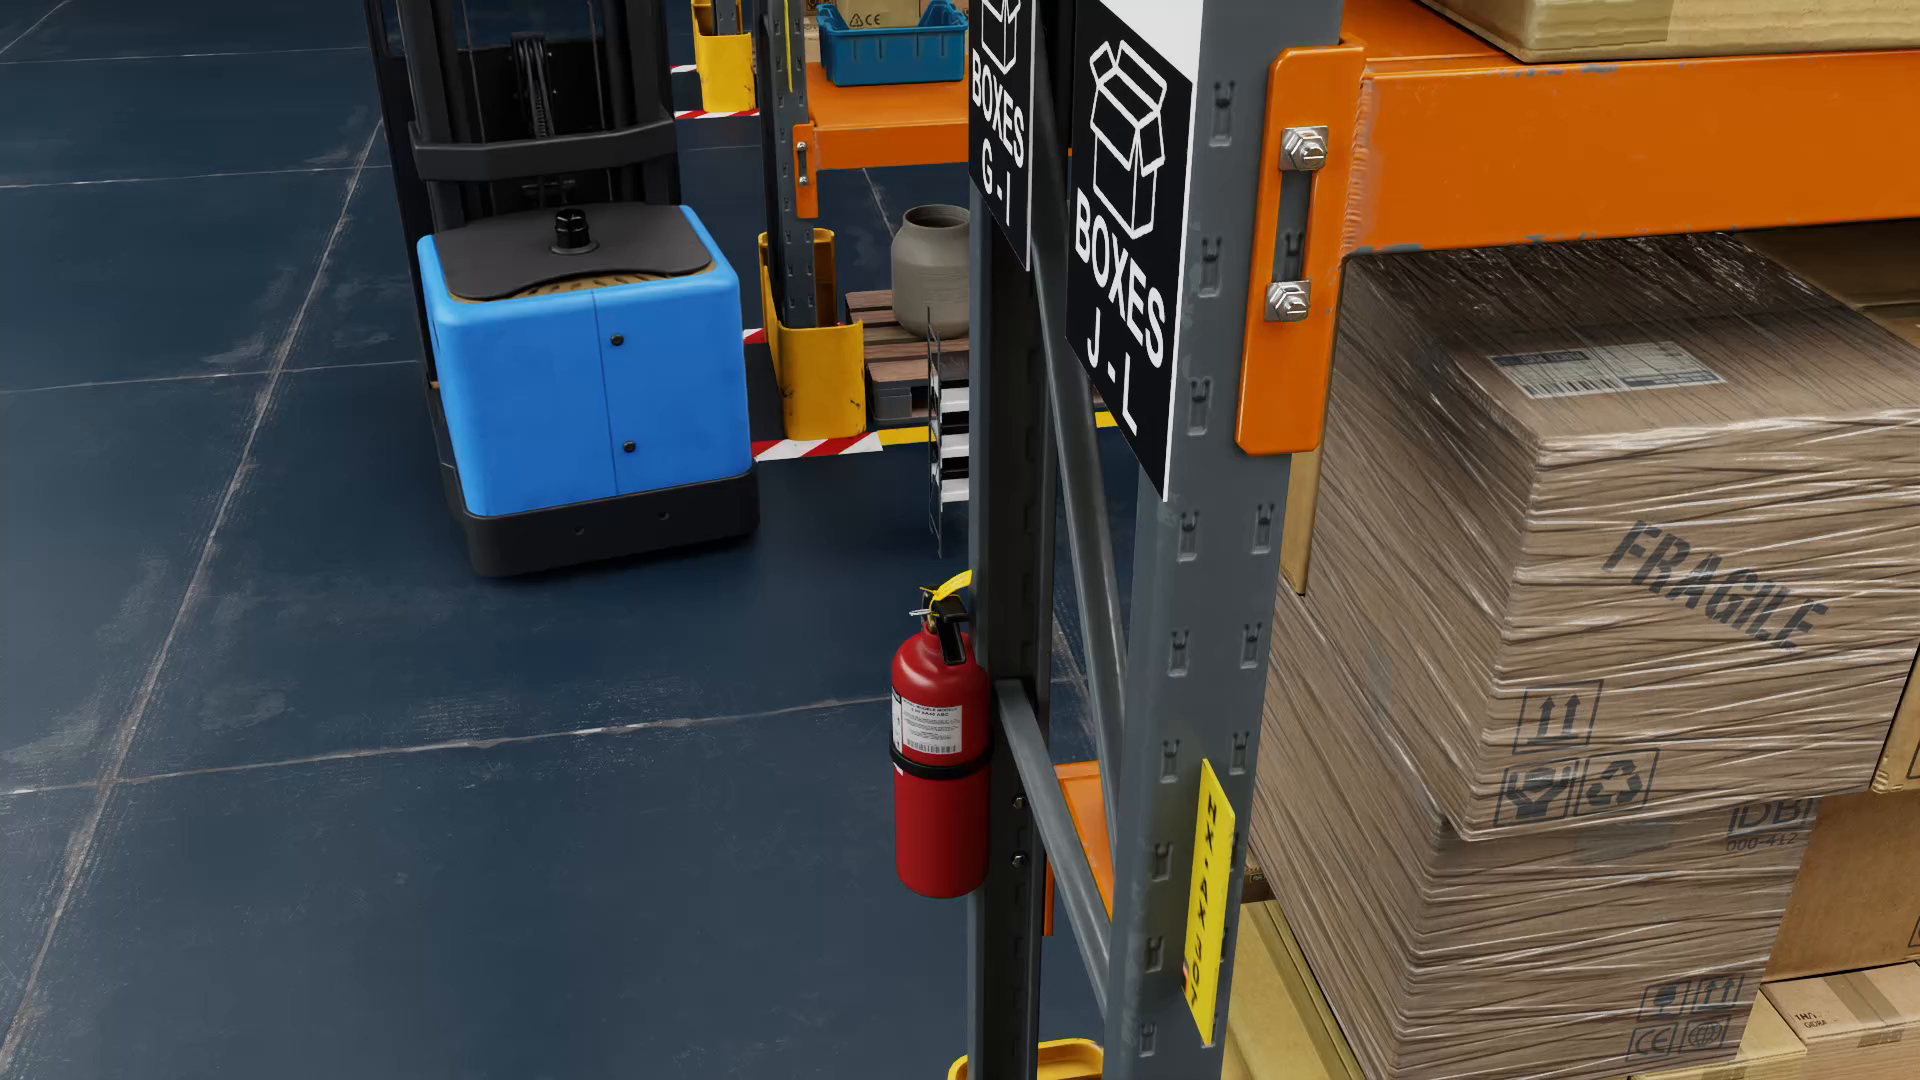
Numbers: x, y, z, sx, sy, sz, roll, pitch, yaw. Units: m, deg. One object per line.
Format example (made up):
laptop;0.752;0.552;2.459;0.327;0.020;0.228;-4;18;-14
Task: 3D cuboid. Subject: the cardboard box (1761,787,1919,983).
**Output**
cardboard box;1.180;0.178;2.595;0.500;0.500;0.875;-5;31;-9

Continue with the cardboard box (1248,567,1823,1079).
cardboard box;0.710;0.284;2.416;0.500;0.500;0.875;-5;31;-9

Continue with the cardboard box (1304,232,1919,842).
cardboard box;0.754;-0.025;1.954;0.500;0.500;0.500;-5;31;-9

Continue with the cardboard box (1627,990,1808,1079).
cardboard box;0.986;0.664;2.409;0.250;0.149;0.380;-5;31;-9

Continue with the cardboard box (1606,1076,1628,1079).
cardboard box;0.737;0.680;2.383;0.250;0.149;0.380;-5;31;-9

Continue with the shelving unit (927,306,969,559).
shelving unit;0.008;-0.389;6.023;0.210;0.900;0.258;-5;31;-9

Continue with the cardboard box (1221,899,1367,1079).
cardboard box;0.488;0.693;2.360;0.250;0.149;0.380;-5;31;-9

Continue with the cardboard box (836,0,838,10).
cardboard box;-0.652;-3.691;11.867;0.500;0.250;0.500;-5;31;-9

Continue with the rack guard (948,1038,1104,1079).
rack guard;0.239;1.562;3.100;0.348;0.500;1.175;-5;31;-9

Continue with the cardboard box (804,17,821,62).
cardboard box;-1.049;-3.381;11.340;0.500;0.250;0.500;-5;31;-9

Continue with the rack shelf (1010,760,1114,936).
rack shelf;2.132;0.619;2.947;4.000;0.370;1.077;-5;31;-9

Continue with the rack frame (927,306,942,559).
rack frame;-0.092;-0.379;6.007;0.006;0.900;0.240;-5;31;-9

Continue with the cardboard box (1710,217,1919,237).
cardboard box;1.152;-0.333;2.478;0.500;0.500;0.500;-5;31;-9

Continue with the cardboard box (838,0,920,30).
cardboard box;-0.557;-3.751;11.229;0.500;0.500;0.500;-5;31;-9

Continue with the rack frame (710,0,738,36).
rack frame;-1.616;-4.448;10.855;0.127;3.000;1.000;-5;31;-9

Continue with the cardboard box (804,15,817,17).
cardboard box;-1.142;-3.640;11.779;0.500;0.250;0.500;-5;31;-9

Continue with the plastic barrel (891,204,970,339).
plastic barrel;-0.094;-1.184;7.345;0.421;0.512;0.421;0;30;0

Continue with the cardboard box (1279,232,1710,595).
cardboard box;0.661;-0.284;2.395;0.500;0.500;0.500;-5;31;-9

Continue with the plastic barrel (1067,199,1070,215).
plastic barrel;0.399;-1.230;7.423;0.421;0.512;0.421;0;30;0

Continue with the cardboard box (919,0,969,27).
cardboard box;-0.068;-3.803;11.318;0.500;0.500;0.500;-5;31;-9

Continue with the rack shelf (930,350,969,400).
rack shelf;0.008;-0.593;5.903;0.200;0.077;0.258;-5;31;-9

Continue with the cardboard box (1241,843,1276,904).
cardboard box;0.407;0.471;2.737;0.250;0.149;0.380;-5;31;-9

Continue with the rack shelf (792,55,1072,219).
rack shelf;1.239;-1.850;7.147;4.000;0.370;1.077;-5;31;-9

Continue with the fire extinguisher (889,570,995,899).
fire extinguisher;-0.031;0.306;2.847;0.183;0.674;0.296;-5;31;-9

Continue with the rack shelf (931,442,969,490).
rack shelf;0.008;-0.282;6.086;0.200;0.077;0.258;-5;31;-9

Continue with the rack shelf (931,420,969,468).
rack shelf;0.008;-0.360;6.040;0.200;0.077;0.258;-5;31;-9

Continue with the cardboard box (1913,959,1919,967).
cardboard box;1.475;0.612;2.498;0.250;0.149;0.380;-5;31;-9

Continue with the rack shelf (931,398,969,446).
rack shelf;0.008;-0.437;5.994;0.200;0.077;0.258;-5;31;-9

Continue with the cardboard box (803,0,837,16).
cardboard box;-1.142;-3.964;11.591;0.500;0.500;0.500;-5;31;-9

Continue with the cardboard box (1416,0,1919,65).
cardboard box;0.685;-0.652;1.588;0.500;0.250;0.500;-4;31;-7

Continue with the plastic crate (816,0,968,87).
plastic crate;-0.289;-2.108;7.023;0.616;0.251;0.499;-5;31;-9

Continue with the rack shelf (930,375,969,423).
rack shelf;0.008;-0.515;5.949;0.200;0.077;0.258;-5;31;-9

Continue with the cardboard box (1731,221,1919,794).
cardboard box;1.247;-0.067;2.026;0.500;0.500;0.500;-5;31;-9

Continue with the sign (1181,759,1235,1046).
sign;0.262;0.389;1.775;0.005;0.325;0.100;-5;31;-9

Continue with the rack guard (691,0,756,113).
rack guard;-1.640;-3.368;11.485;0.348;0.500;1.175;-5;31;-9

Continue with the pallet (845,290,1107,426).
pallet;0.138;-0.878;7.534;1.213;0.211;1.003;-5;31;-9

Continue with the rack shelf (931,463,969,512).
rack shelf;0.008;-0.205;6.131;0.200;0.077;0.258;-5;31;-9

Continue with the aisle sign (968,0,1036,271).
aisle sign;0.049;-0.773;2.040;0.004;0.787;0.394;-5;31;-9

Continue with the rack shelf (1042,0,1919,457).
rack shelf;2.132;-0.674;2.187;4.000;0.370;1.077;-5;31;-9

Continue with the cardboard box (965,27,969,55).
cardboard box;-0.066;-3.474;11.498;0.500;0.250;0.500;-5;31;-9

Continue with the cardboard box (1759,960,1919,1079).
cardboard box;1.228;0.631;2.465;0.250;0.149;0.380;-5;31;-9

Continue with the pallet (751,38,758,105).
pallet;-0.872;-3.336;11.716;1.213;0.211;1.003;-5;31;-9

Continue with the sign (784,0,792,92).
sign;-0.633;-1.822;6.117;0.005;0.325;0.100;-5;31;-9

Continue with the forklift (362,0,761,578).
forklift;-1.735;-1.864;6.529;1.130;2.935;3.031;-11;32;-17

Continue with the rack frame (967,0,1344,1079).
rack frame;0.165;0.493;2.452;0.053;2.616;0.949;-5;31;-9

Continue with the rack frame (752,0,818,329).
rack frame;-0.728;-1.978;6.654;0.127;3.000;1.000;-5;31;-9

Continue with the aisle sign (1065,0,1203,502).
aisle sign;0.157;-0.474;1.531;0.004;0.787;0.394;-5;31;-9

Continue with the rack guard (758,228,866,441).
rack guard;-0.662;-0.931;7.339;0.348;0.500;1.175;-5;31;-9
